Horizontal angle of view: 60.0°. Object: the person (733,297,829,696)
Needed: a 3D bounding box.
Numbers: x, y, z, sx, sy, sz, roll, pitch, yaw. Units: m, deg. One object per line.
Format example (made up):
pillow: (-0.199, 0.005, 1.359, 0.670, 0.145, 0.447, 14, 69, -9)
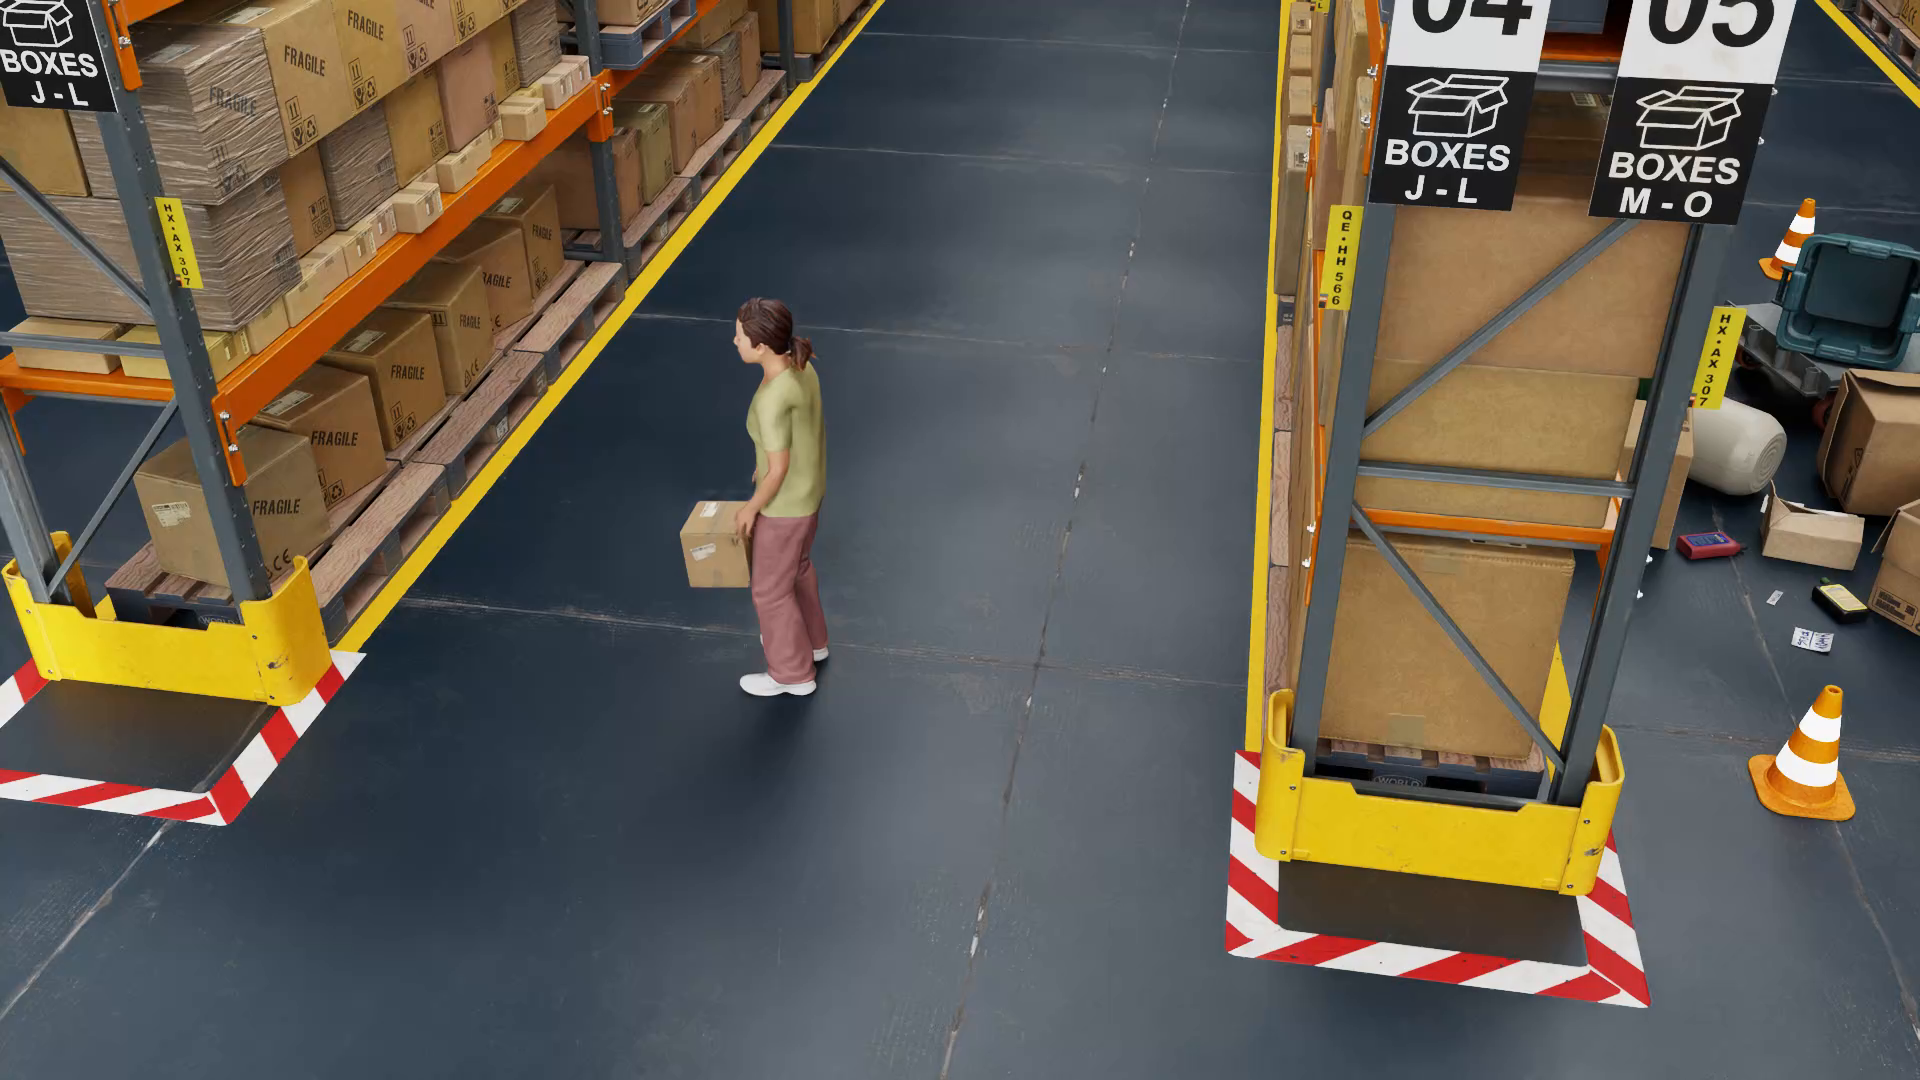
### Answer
person: (-0.692, -0.153, 6.379, 0.365, 1.673, 0.479, 5, 33, 7)
